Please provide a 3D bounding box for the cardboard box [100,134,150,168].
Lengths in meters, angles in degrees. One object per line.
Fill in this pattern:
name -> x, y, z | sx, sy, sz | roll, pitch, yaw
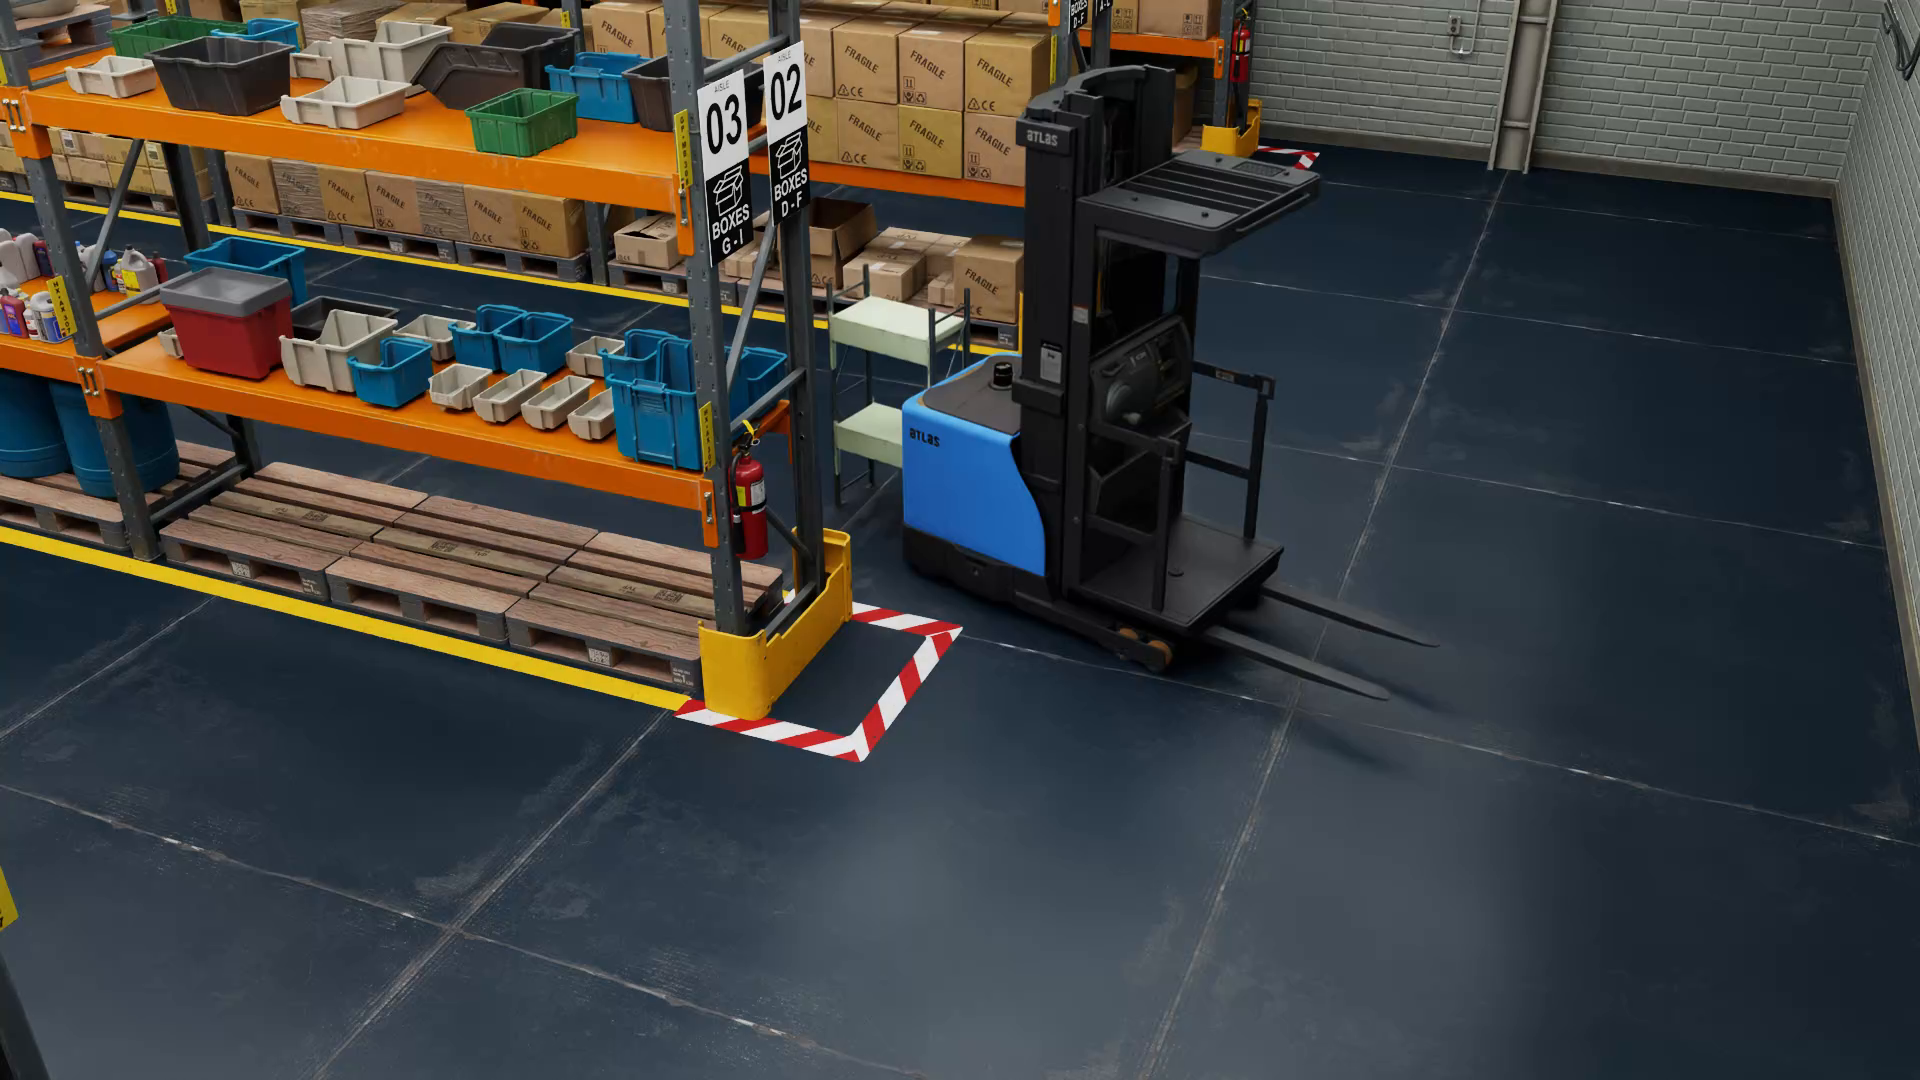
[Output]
cardboard box -> -7.601, -3.711, 15.476 | 0.500, 0.311, 0.500 | 11, 31, 18

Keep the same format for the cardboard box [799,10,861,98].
cardboard box -> -1.069, -3.641, 12.437 | 0.500, 0.500, 0.500 | 12, 32, 21

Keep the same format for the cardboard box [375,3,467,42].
cardboard box -> -4.493, -4.188, 13.995 | 0.500, 0.500, 0.700 | 4, 30, 6

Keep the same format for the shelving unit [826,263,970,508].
shelving unit -> -0.365, -0.840, 10.124 | 0.755, 1.500, 0.431 | 18, 34, 29

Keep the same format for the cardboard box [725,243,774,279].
cardboard box -> -1.720, -2.290, 13.596 | 0.250, 0.166, 0.380 | 11, 31, 19

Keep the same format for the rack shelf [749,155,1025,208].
rack shelf -> -0.979, -2.980, 13.117 | 4.000, 0.370, 1.077 | 11, 31, 19

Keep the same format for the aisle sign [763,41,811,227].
aisle sign -> -0.814, -1.919, 7.867 | 0.004, 0.787, 0.394 | 11, 31, 19

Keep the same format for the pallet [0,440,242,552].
pallet -> -5.398, -0.353, 10.572 | 1.213, 0.211, 1.003 | 11, 31, 19

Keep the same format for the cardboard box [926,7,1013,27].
cardboard box -> 0.074, -3.698, 12.537 | 0.500, 0.500, 0.500 | 12, 31, 20

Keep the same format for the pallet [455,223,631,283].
pallet -> -3.601, -2.583, 14.516 | 1.213, 0.211, 1.003 | 11, 31, 19

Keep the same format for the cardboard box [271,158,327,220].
cardboard box -> -5.738, -3.198, 14.864 | 0.500, 0.500, 0.500 | 10, 31, 17

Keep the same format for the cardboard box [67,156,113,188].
cardboard box -> -8.062, -3.563, 15.785 | 0.500, 0.250, 0.500 | 12, 32, 20

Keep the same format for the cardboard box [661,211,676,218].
cardboard box -> -2.198, -2.791, 14.143 | 0.500, 0.500, 0.500 | 11, 31, 19

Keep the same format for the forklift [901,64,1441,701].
forklift -> 1.132, -0.866, 8.715 | 3.031, 2.935, 1.130 | 21, 35, 32

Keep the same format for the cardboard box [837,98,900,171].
cardboard box -> -0.586, -3.115, 12.522 | 0.500, 0.500, 0.500 | 12, 31, 20

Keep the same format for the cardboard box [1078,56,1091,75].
cardboard box -> 1.300, -4.898, 17.233 | 0.250, 0.149, 0.380 | 12, 32, 20

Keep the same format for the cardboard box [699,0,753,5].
cardboard box -> -1.791, -4.073, 13.201 | 0.500, 0.500, 0.500 | 11, 31, 18

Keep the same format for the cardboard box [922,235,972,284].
cardboard box -> 0.013, -2.240, 13.424 | 0.500, 0.250, 0.500 | 11, 31, 19

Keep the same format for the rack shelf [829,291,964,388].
rack shelf -> -0.365, -1.180, 9.932 | 0.720, 0.370, 0.431 | 18, 34, 29

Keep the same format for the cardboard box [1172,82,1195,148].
cardboard box -> 2.047, -4.361, 16.942 | 0.500, 0.500, 0.700 | 11, 31, 19

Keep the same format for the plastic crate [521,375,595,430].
plastic crate -> -2.079, -0.705, 8.568 | 0.243, 0.136, 0.396 | 11, 31, 19

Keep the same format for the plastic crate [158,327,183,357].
plastic crate -> -4.321, -1.166, 9.382 | 0.243, 0.136, 0.396 | 11, 31, 19

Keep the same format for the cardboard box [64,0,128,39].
cardboard box -> -8.100, -4.750, 15.415 | 0.500, 0.500, 0.500 | 10, 31, 16

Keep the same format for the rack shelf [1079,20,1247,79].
rack shelf -> 0.880, -5.240, 17.114 | 4.000, 0.370, 1.077 | 11, 31, 19

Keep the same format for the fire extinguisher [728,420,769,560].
fire extinguisher -> -1.023, -0.234, 7.985 | 0.183, 0.674, 0.296 | 11, 31, 19

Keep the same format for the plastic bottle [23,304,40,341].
plastic bottle -> -5.303, -1.254, 9.533 | 0.097, 0.201, 0.097 | 0, 29, 0

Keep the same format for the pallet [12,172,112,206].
pallet -> -8.414, -3.586, 16.291 | 1.213, 0.211, 1.003 | 11, 31, 19

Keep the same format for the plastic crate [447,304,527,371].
plastic crate -> -2.595, -1.114, 9.192 | 0.300, 0.233, 0.416 | 11, 31, 19

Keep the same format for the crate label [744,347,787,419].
crate label -> -1.097, -0.815, 8.663 | 0.303, 0.233, 0.416 | 11, 31, 19

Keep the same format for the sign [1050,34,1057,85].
sign -> 0.647, -3.316, 11.481 | 0.005, 0.325, 0.100 | 11, 31, 19

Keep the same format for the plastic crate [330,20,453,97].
plastic crate -> -2.930, -2.471, 8.556 | 0.530, 0.282, 0.437 | 11, 31, 19

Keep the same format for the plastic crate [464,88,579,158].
plastic crate -> -2.013, -1.931, 7.697 | 0.336, 0.188, 0.450 | 11, 31, 19

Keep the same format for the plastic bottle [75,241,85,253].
plastic bottle -> -5.420, -1.711, 10.270 | 0.097, 0.271, 0.097 | 0, 29, 0

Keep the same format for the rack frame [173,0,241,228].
rack frame -> -6.539, -4.403, 14.903 | 0.127, 3.000, 1.000 | 11, 31, 19

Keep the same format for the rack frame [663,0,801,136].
rack frame -> -0.992, -3.277, 6.814 | 0.127, 3.000, 1.000 | 11, 31, 19

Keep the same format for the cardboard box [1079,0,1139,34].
cardboard box -> 1.578, -5.533, 16.596 | 0.700, 0.700, 0.980 | 11, 31, 19

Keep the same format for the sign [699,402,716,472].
sign -> -1.184, -0.483, 7.801 | 0.005, 0.325, 0.100 | 11, 31, 19

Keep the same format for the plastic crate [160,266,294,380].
plastic crate -> -3.965, -1.180, 9.075 | 0.583, 0.464, 0.402 | 11, 31, 19

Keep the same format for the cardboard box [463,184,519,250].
cardboard box -> -3.853, -2.823, 14.200 | 0.500, 0.500, 0.500 | 11, 31, 19

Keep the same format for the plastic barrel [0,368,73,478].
plastic barrel -> -5.852, -0.914, 10.436 | 0.708, 0.901, 0.600 | 11, 31, 19

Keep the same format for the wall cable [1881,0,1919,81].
wall cable -> 7.839, -5.233, 13.431 | 0.112, 2.526, 3.097 | 11, 31, 19

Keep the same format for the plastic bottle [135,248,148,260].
plastic bottle -> -5.002, -1.642, 10.136 | 0.133, 0.283, 0.061 | 11, 31, 19

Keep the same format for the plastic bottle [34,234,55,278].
plastic bottle -> -5.701, -1.781, 10.383 | 0.133, 0.283, 0.061 | 11, 31, 19

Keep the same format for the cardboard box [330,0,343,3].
cardboard box -> -7.289, -6.624, 20.163 | 0.500, 0.250, 0.500 | 11, 31, 18

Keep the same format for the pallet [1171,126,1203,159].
pallet -> 1.962, -4.081, 17.167 | 1.213, 0.211, 1.003 | 11, 31, 19

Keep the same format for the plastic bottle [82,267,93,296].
plastic bottle -> -5.353, -1.586, 10.120 | 0.097, 0.201, 0.097 | 0, 29, 0

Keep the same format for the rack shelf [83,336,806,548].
rack shelf -> -2.845, -0.722, 9.122 | 4.000, 0.370, 1.077 | 11, 31, 19
